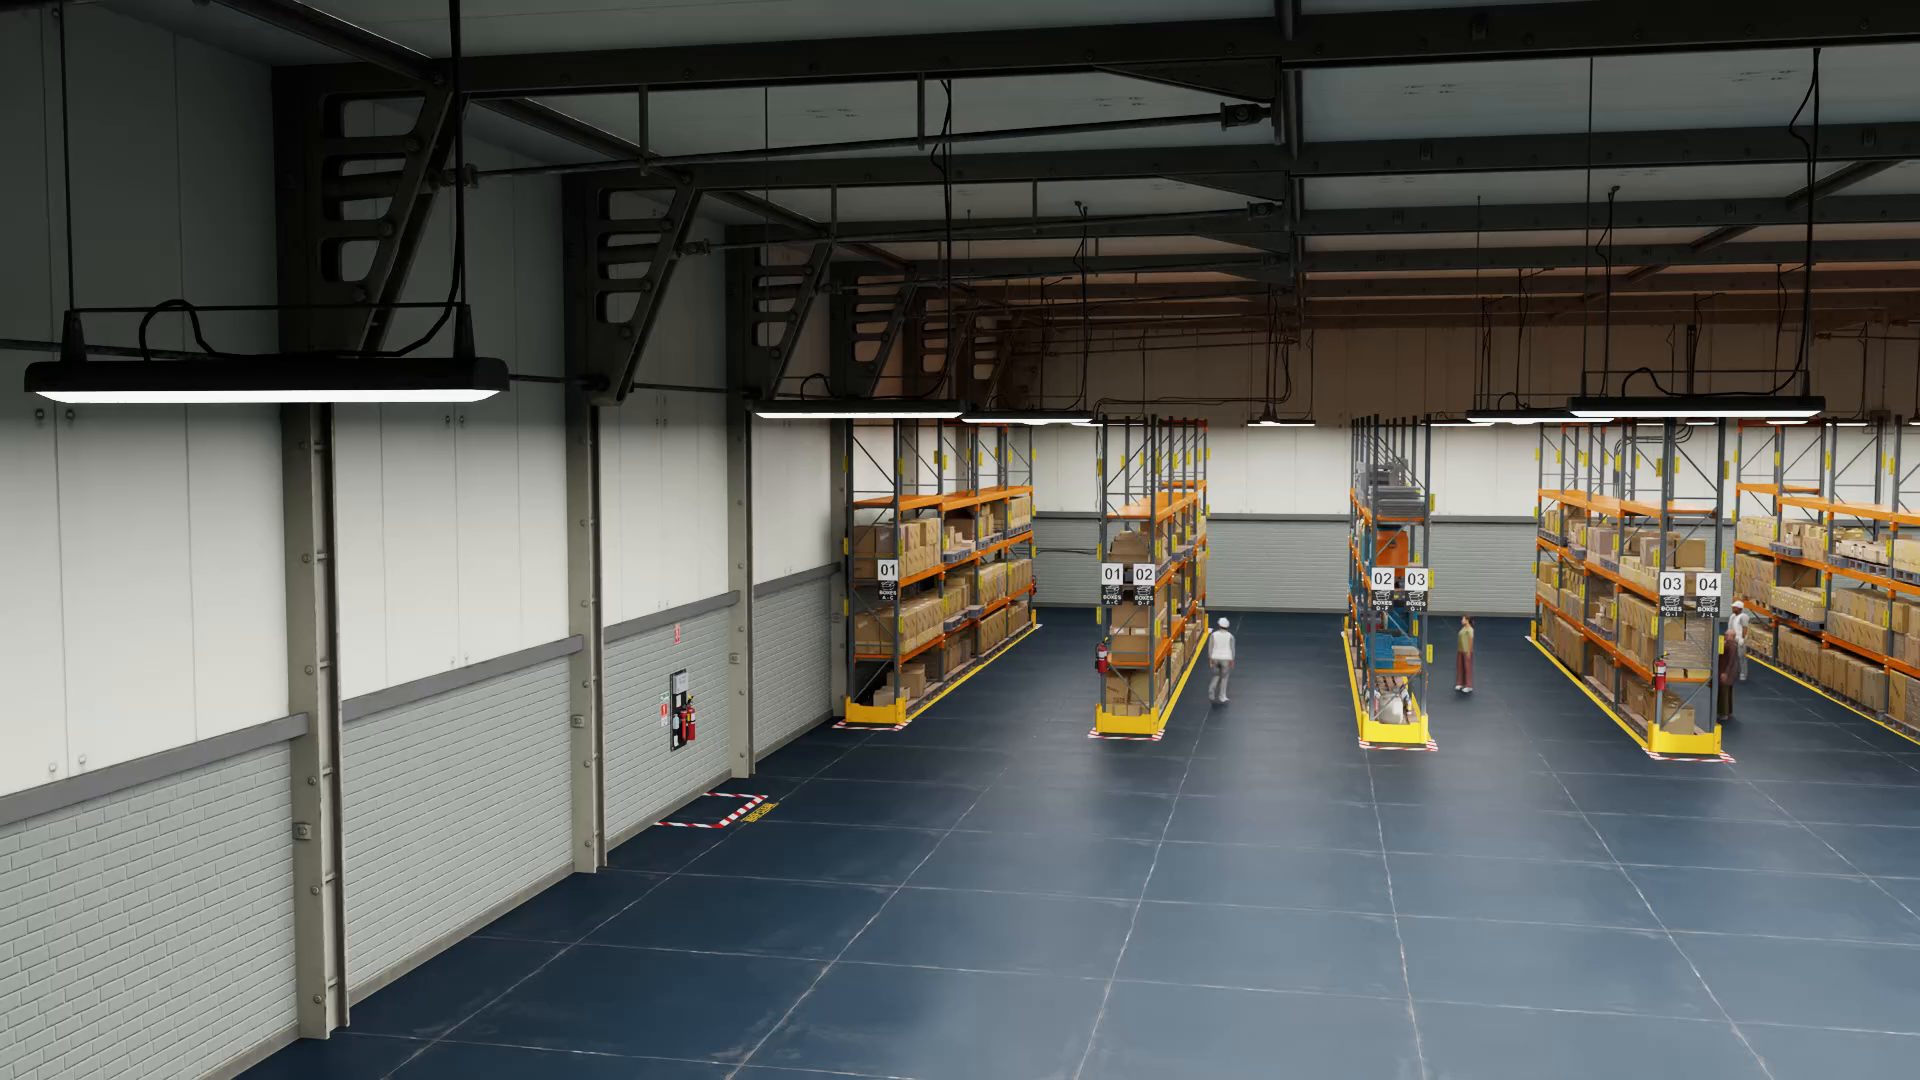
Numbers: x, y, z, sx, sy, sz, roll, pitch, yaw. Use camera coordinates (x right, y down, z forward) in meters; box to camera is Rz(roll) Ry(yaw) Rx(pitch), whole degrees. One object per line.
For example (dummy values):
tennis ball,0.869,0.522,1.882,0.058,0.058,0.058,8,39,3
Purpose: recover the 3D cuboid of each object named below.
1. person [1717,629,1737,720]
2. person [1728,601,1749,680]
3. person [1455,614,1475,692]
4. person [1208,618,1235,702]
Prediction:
person,15.137,2.647,32.917,0.453,1.785,0.617,2,4,31
person,17.854,2.304,38.195,0.412,1.820,0.563,-2,4,-23
person,11.051,2.459,36.363,0.366,1.676,0.478,-1,4,-21
person,5.474,2.506,34.815,0.500,1.765,0.525,3,5,42
